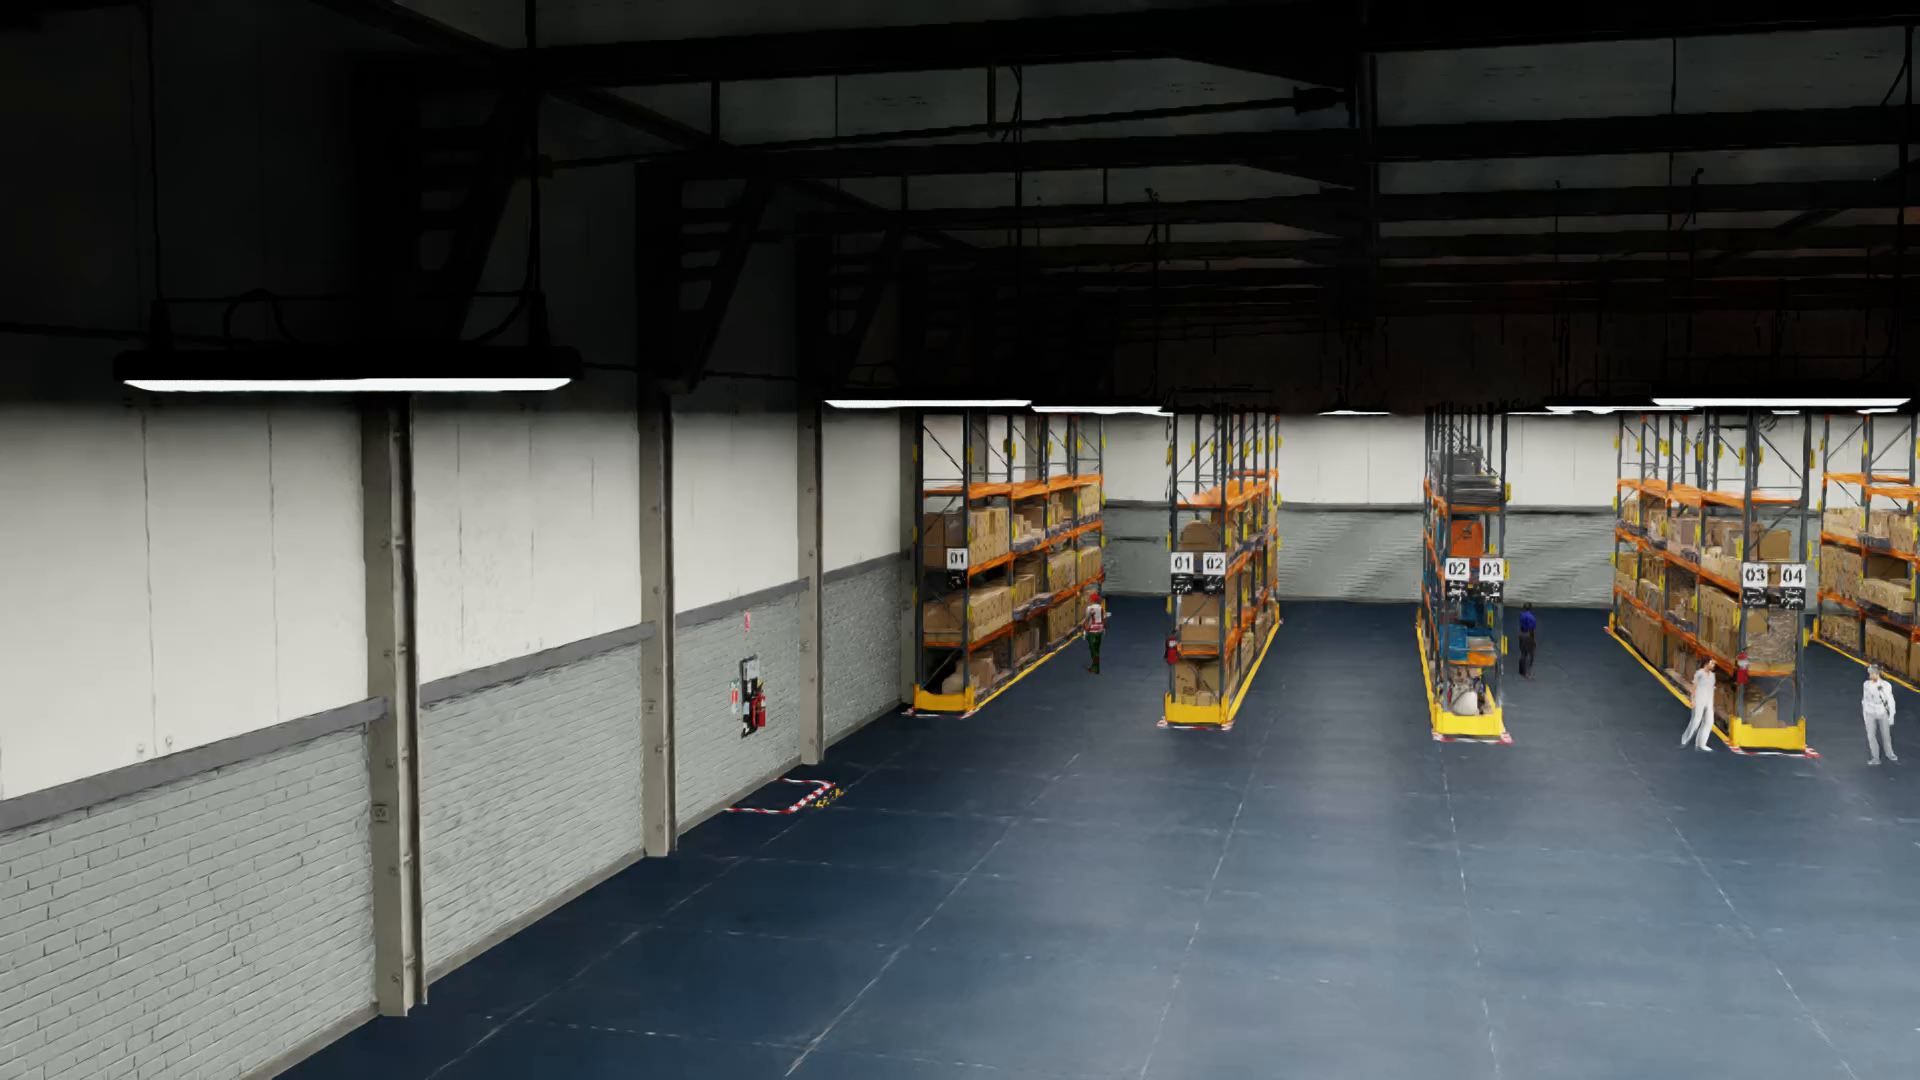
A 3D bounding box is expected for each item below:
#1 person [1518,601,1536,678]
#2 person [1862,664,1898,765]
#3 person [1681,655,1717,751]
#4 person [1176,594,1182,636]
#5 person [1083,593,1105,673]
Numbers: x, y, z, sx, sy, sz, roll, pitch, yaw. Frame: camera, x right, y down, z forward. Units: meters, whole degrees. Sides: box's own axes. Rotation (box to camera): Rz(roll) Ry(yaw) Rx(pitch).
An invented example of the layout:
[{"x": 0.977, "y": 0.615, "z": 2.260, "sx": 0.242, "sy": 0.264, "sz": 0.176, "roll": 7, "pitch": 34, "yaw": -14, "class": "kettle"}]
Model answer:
[{"x": 12.554, "y": 2.214, "z": 36.743, "sx": 0.359, "sy": 1.711, "sz": 0.526, "roll": -1, "pitch": 4, "yaw": -12, "class": "person"}, {"x": 15.178, "y": 2.869, "z": 27.440, "sx": 0.538, "sy": 1.664, "sz": 0.527, "roll": -3, "pitch": 5, "yaw": -39, "class": "person"}, {"x": 12.711, "y": 2.783, "z": 28.624, "sx": 0.506, "sy": 1.657, "sz": 0.538, "roll": -1, "pitch": 4, "yaw": -20, "class": "person"}, {"x": 5.894, "y": 1.632, "z": 43.588, "sx": 0.571, "sy": 1.688, "sz": 1.043, "roll": 2, "pitch": 5, "yaw": 24, "class": "person"}, {"x": 2.988, "y": 2.065, "z": 37.239, "sx": 0.655, "sy": 1.785, "sz": 0.577, "roll": -4, "pitch": 6, "yaw": -45, "class": "person"}]
